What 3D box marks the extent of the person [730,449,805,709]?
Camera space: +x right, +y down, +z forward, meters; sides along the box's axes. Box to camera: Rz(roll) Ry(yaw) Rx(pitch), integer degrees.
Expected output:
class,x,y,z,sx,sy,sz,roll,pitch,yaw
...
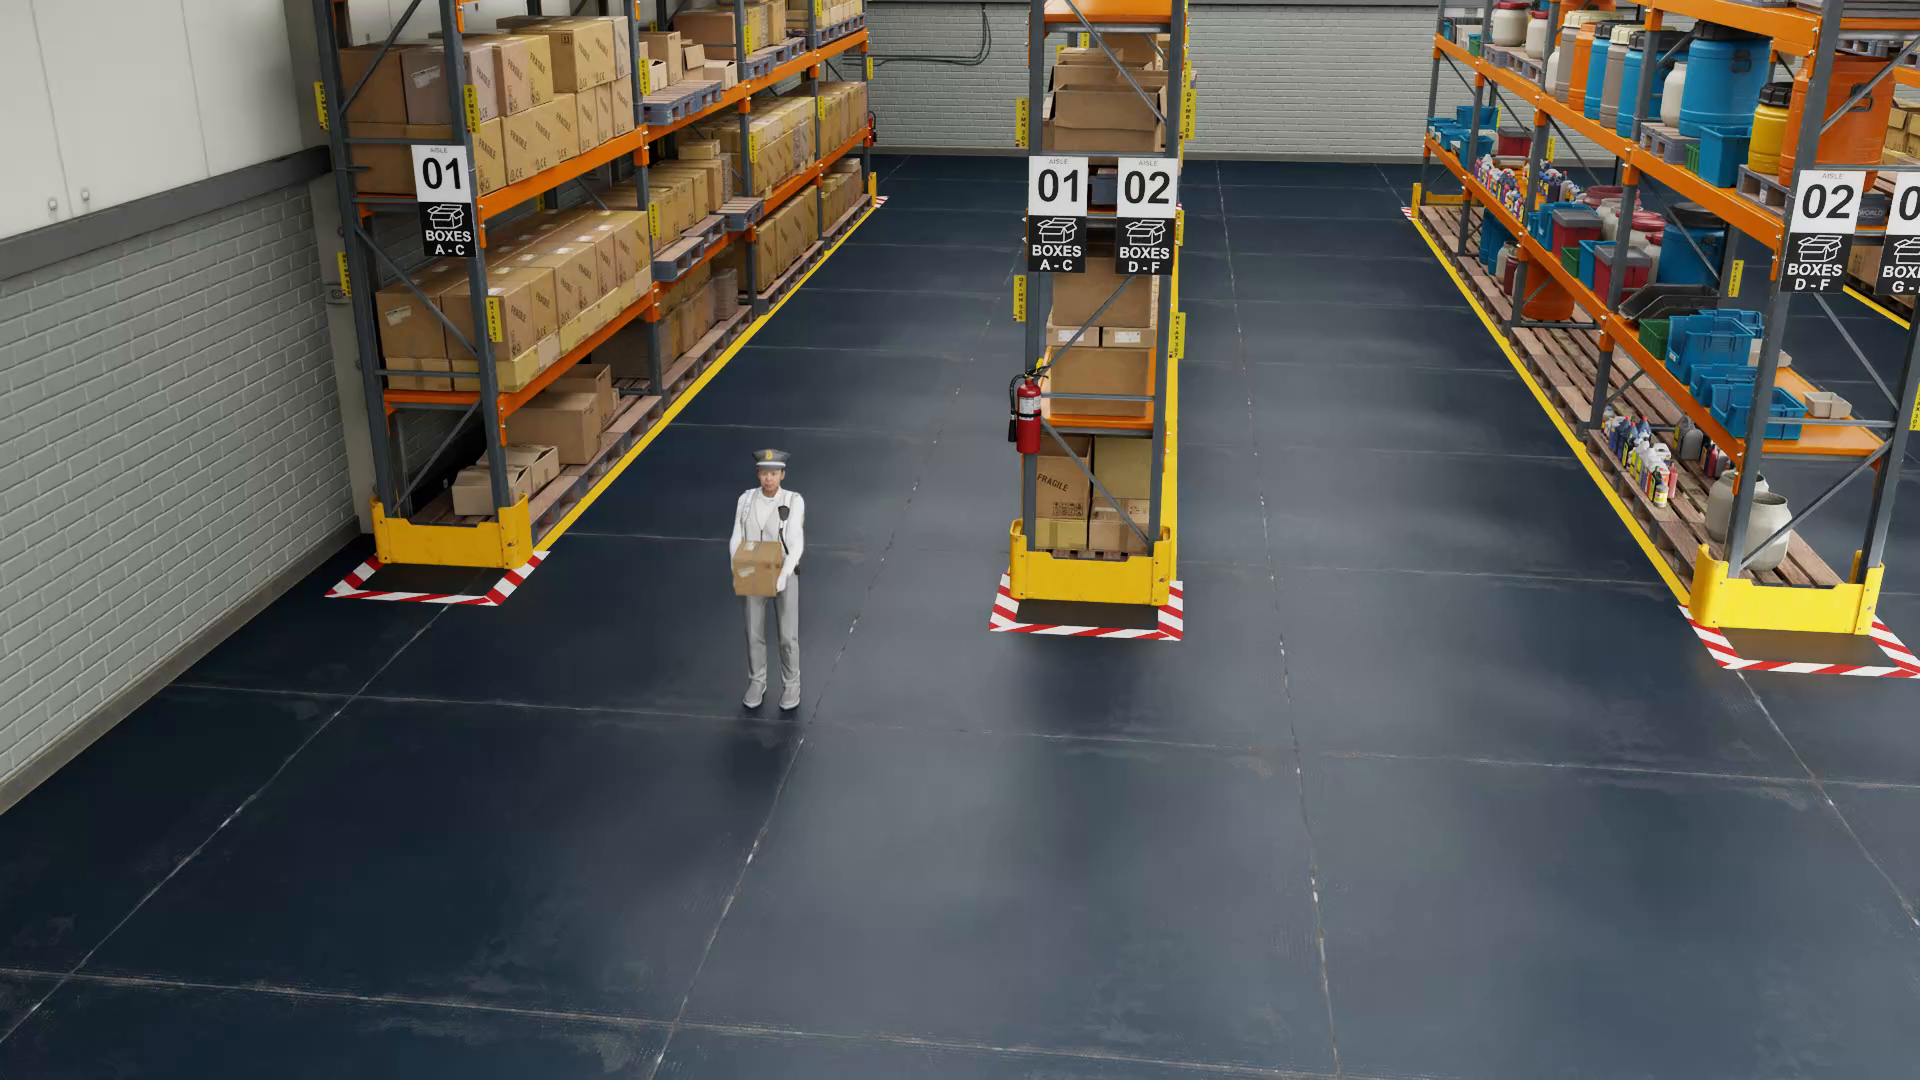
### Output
class,x,y,z,sx,sy,sz,roll,pitch,yaw
person,-1.200,0.256,10.391,0.461,1.687,0.563,3,21,6
